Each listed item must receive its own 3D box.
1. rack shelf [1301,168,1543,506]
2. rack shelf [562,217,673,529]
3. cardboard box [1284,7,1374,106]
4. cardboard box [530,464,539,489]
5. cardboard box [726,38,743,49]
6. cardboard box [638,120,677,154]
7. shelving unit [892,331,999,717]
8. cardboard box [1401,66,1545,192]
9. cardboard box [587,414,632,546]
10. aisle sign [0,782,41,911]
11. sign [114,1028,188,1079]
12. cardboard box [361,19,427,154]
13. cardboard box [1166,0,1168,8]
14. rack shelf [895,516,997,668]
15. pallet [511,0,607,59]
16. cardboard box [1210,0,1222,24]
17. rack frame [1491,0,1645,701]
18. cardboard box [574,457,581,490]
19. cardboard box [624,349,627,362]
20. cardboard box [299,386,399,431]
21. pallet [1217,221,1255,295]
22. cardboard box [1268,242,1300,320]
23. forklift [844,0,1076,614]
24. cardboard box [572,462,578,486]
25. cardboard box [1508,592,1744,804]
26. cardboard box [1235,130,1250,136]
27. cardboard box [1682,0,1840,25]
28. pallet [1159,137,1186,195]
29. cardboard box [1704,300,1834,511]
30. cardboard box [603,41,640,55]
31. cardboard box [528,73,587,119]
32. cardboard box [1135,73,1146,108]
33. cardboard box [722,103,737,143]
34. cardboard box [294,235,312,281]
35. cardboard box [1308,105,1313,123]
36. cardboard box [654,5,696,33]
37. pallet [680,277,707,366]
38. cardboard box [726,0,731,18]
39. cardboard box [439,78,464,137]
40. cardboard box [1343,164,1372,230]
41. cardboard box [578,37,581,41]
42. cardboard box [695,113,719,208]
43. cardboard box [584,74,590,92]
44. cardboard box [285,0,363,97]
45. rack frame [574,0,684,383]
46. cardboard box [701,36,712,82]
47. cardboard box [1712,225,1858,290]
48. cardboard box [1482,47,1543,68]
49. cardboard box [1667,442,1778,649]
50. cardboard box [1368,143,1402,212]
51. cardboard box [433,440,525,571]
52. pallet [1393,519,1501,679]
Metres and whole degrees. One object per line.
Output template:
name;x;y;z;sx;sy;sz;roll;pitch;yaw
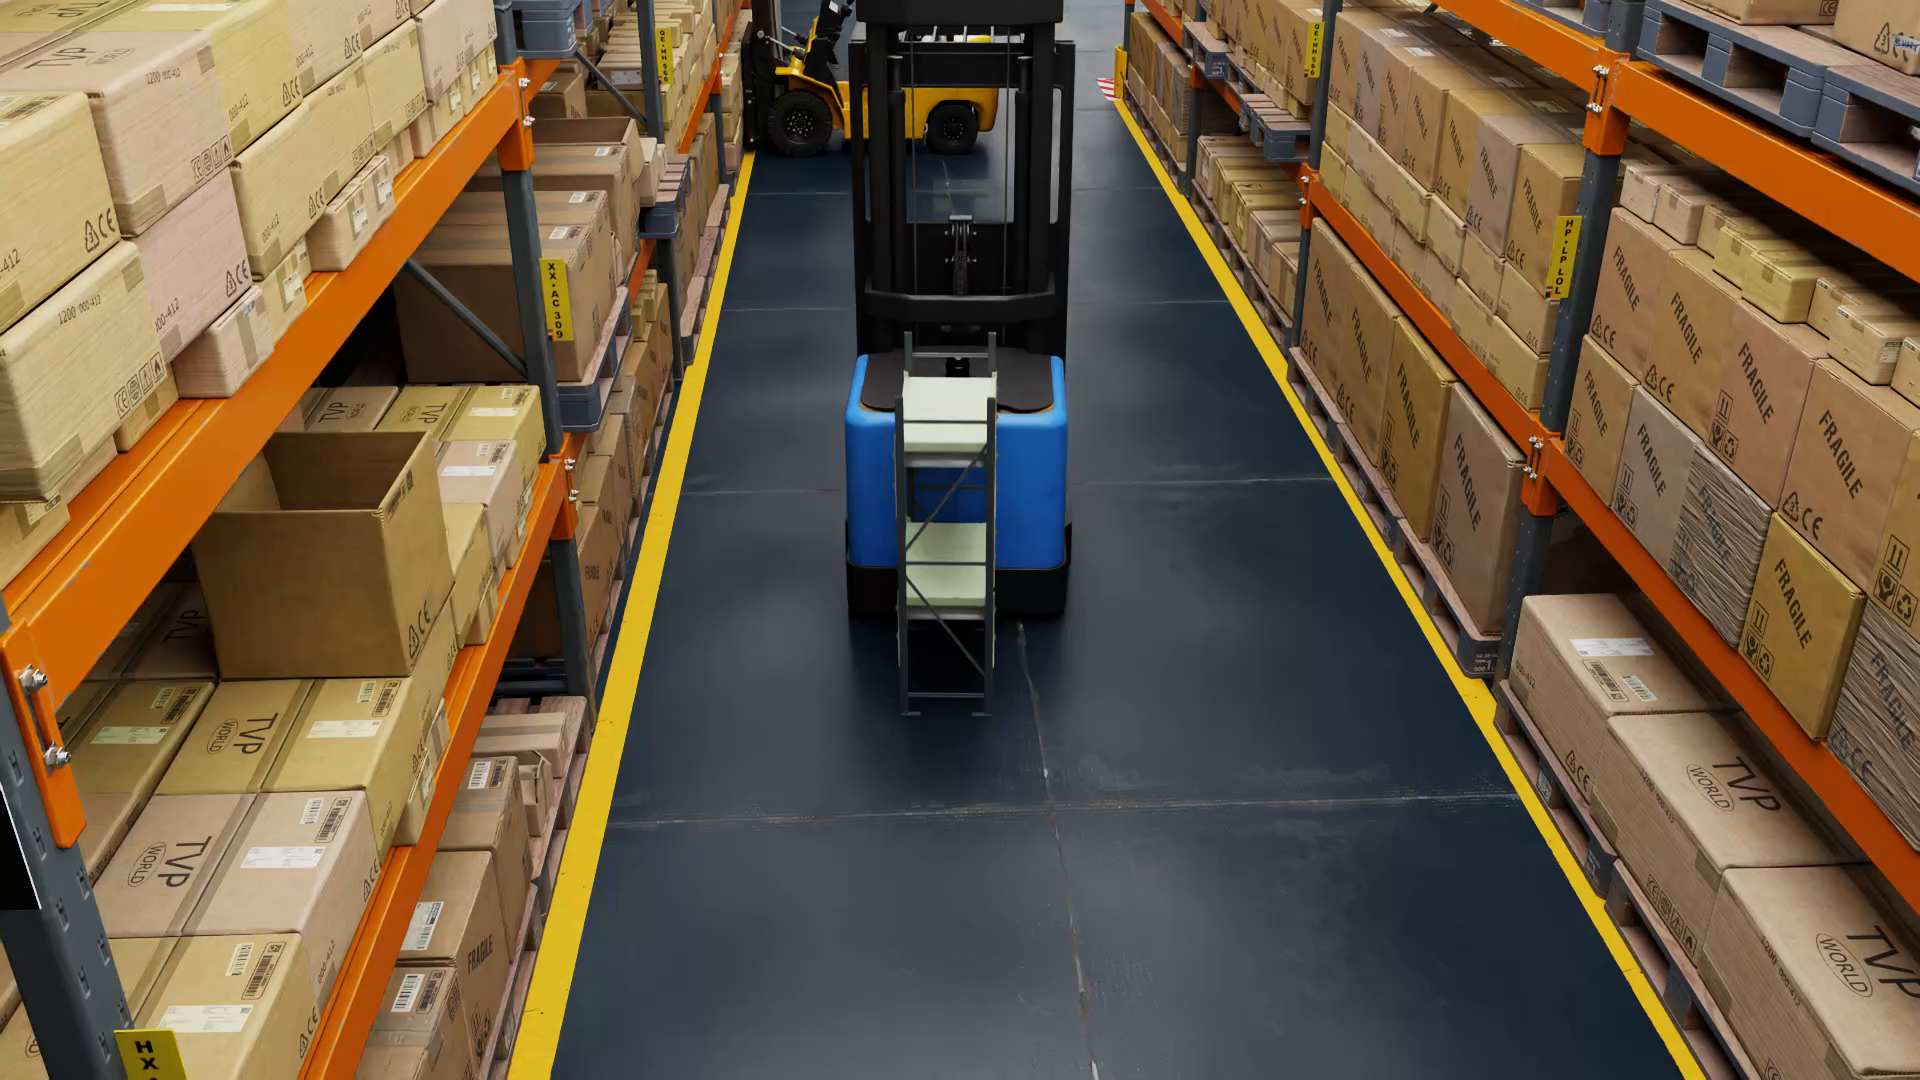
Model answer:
rack shelf;2.775;-1.238;8.657;1.077;0.370;4.000;-1;28;-3
rack shelf;-2.182;-1.116;8.424;1.077;0.370;4.000;-1;28;-3
cardboard box;2.369;-3.046;10.462;0.500;0.500;0.500;-2;28;-4
cardboard box;-1.809;-0.259;6.274;0.380;0.149;0.250;-1;28;-2
cardboard box;-2.281;-4.556;15.679;0.500;0.250;0.500;-2;28;-4
cardboard box;-2.066;-2.503;10.467;0.500;0.250;0.500;-1;28;-2
shelving unit;-0.051;-0.068;7.258;0.431;1.500;0.755;1;28;1
cardboard box;2.522;-2.033;8.215;0.500;0.500;0.500;-1;28;-2
cardboard box;-1.938;-0.294;8.320;0.500;0.500;0.500;-2;28;-4
aisle sign;-1.572;0.208;2.297;0.394;0.787;0.004;-1;28;-3
sign;-1.327;0.939;2.770;0.100;0.325;0.005;-1;28;-3
cardboard box;-1.750;-1.213;4.430;0.500;0.250;0.500;-1;28;-2
cardboard box;2.100;-4.945;15.259;0.380;0.149;0.250;-2;28;-4
rack shelf;-0.051;0.221;7.409;0.431;0.370;0.720;1;28;1
pallet;-2.042;-2.061;6.417;1.213;0.211;1.003;-1;28;-3
cardboard box;2.226;-4.235;12.742;0.500;0.500;0.500;-1;28;-2
rack frame;2.879;-0.633;6.720;1.000;3.000;0.127;-1;28;-3
cardboard box;-1.947;-0.293;7.616;0.380;0.149;0.250;-3;28;-5
cardboard box;-2.011;-1.016;9.002;0.380;0.149;0.250;-2;28;-3
cardboard box;-2.322;-0.342;6.002;0.500;0.250;0.500;-2;28;-3
pallet;2.570;-2.167;12.676;1.003;0.211;1.213;-1;28;-3
cardboard box;2.651;-1.762;11.273;0.950;0.372;0.625;-3;28;-6
forklift;8.940;-1.057;7.386;19.036;3.140;5.327;1;28;1
cardboard box;-1.892;-0.300;7.307;0.380;0.149;0.250;-3;28;-5
cardboard box;2.805;0.609;6.654;0.875;0.438;0.875;-2;28;-3
cardboard box;2.700;-3.573;14.877;0.500;0.250;0.500;-3;28;-5
cardboard box;2.700;-1.961;5.352;0.500;0.500;0.500;-1;28;-2
pallet;2.391;-3.400;15.041;1.003;0.211;1.213;-1;28;-3
cardboard box;2.698;-0.425;5.131;0.500;0.500;0.500;-1;28;-2
cardboard box;-2.063;-3.086;10.614;0.380;0.149;0.250;-1;28;-1
cardboard box;-2.416;-2.348;9.445;0.500;0.500;0.500;0;28;0
cardboard box;2.037;-4.527;16.705;0.500;0.250;0.500;0;28;-1
cardboard box;-2.212;-3.625;14.436;0.500;0.250;0.500;-2;28;-3
cardboard box;-1.695;-0.626;3.734;0.380;0.149;0.250;-2;28;-3
cardboard box;2.418;-2.701;10.502;0.380;0.149;0.250;0;28;-1
cardboard box;-2.068;-3.675;11.744;0.380;0.149;0.250;-2;28;-4
pallet;-2.291;-1.503;11.404;1.003;0.211;1.213;-1;28;-3
cardboard box;-2.329;-4.935;14.861;0.500;0.500;0.500;-2;28;-3
cardboard box;-1.749;-1.334;5.091;0.380;0.149;0.250;0;28;-1
cardboard box;2.489;-1.945;9.398;0.500;0.250;0.500;-2;28;-4
cardboard box;-2.666;-3.187;10.807;0.380;0.149;0.250;-2;28;-4
cardboard box;-2.457;-3.098;13.561;0.875;0.625;0.625;0;28;0
cardboard box;-2.588;-2.714;10.332;0.500;0.250;0.500;-1;28;-2
cardboard box;-1.726;-1.194;3.852;0.500;0.250;0.500;-1;28;-1
rack frame;-2.287;-2.359;10.029;1.000;3.000;0.127;-1;28;-3
cardboard box;-2.176;-3.681;12.726;0.500;0.250;0.500;-2;28;-3
cardboard box;2.673;-0.905;5.350;0.380;0.149;0.250;-2;28;-3
cardboard box;3.013;-2.269;8.668;0.500;0.500;0.500;-1;28;-3
cardboard box;2.684;0.008;5.383;0.500;0.500;0.500;-1;28;-2
cardboard box;2.490;-1.926;8.821;0.500;0.250;0.500;-1;28;-3
cardboard box;-1.767;-0.116;5.570;0.500;0.250;0.500;-1;28;-2
pallet;2.763;0.249;8.044;1.003;0.211;1.213;-1;28;-3
